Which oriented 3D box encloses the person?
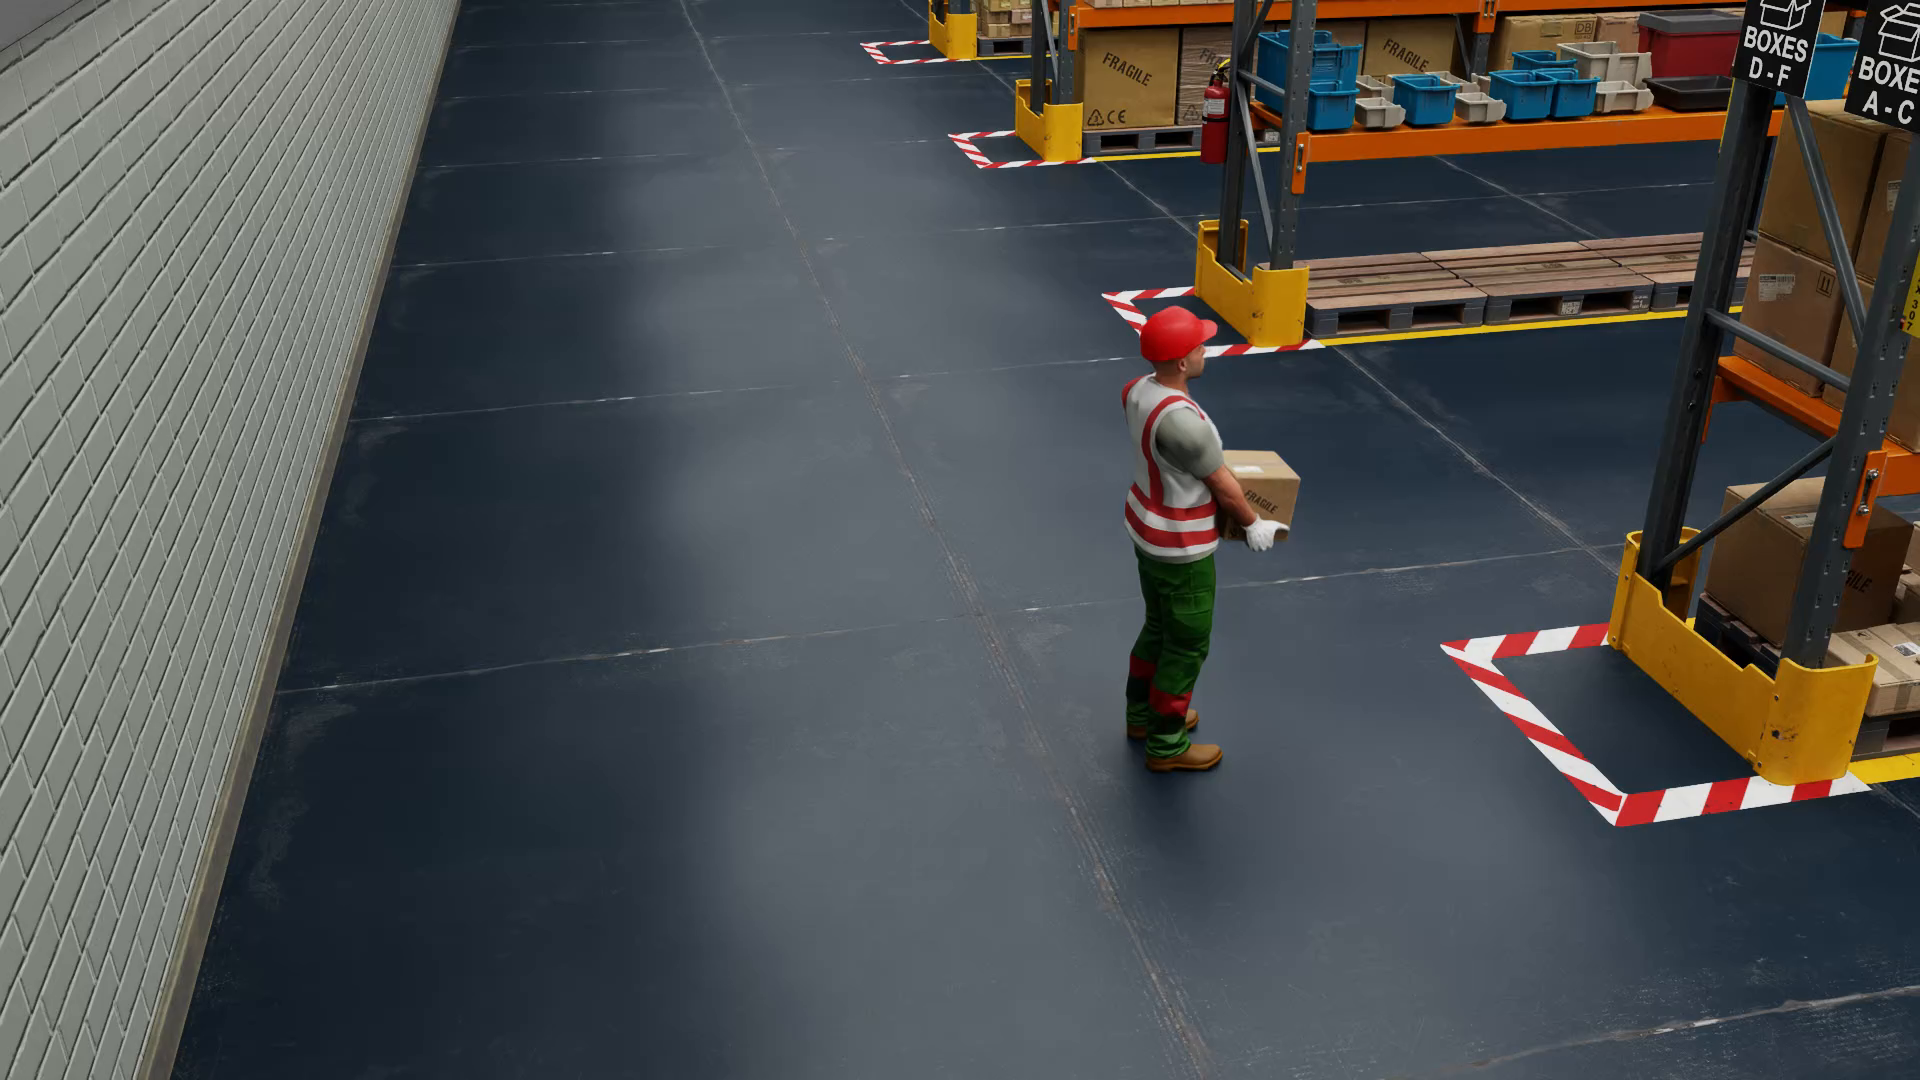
[{"bbox_3d":[0.884,-0.009,6.109,0.563,1.784,0.494,-5,27,-11],"label":"person"}]
